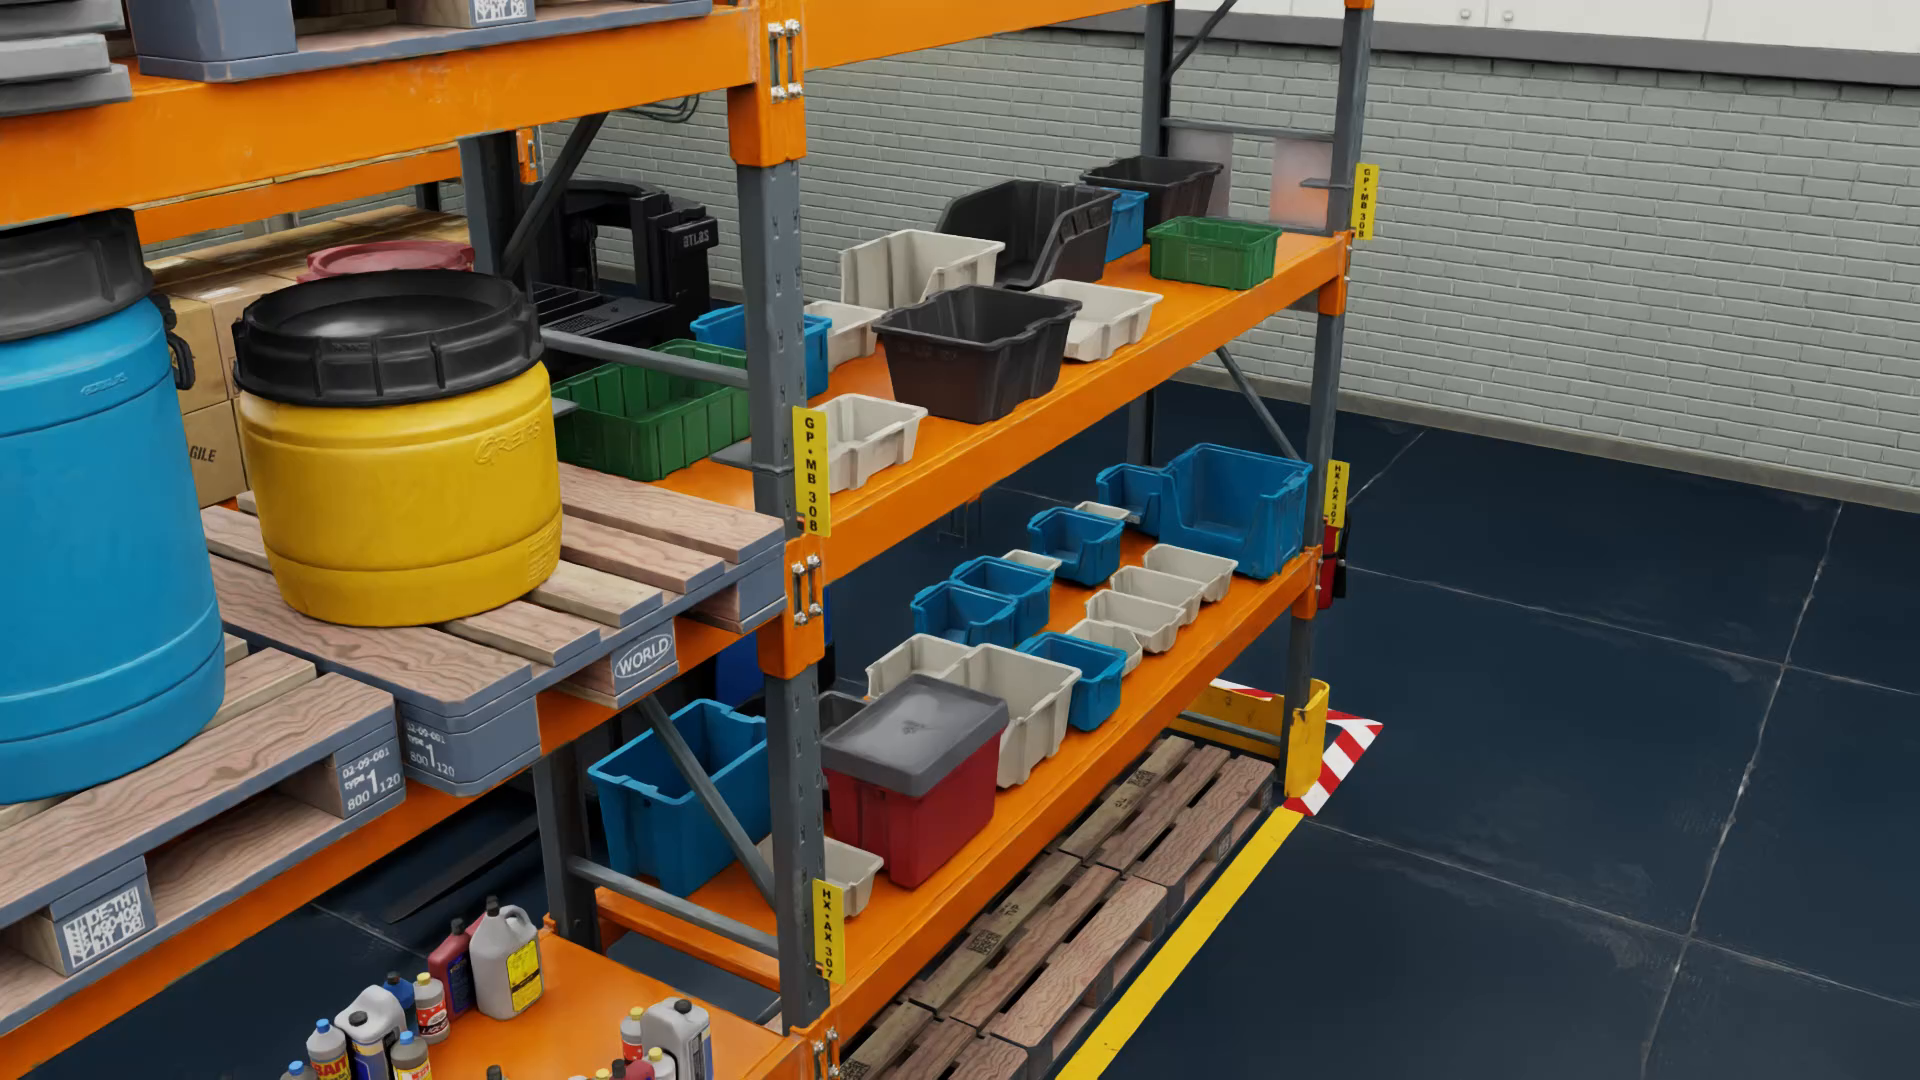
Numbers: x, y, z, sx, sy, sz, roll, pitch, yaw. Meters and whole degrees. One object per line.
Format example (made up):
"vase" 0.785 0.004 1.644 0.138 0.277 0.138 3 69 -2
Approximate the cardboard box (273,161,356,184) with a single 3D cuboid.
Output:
"cardboard box" -3.498 -2.031 8.579 0.500 0.250 0.500 14 27 29

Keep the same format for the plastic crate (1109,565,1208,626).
"plastic crate" 0.839 0.251 7.151 0.396 0.136 0.243 14 27 29

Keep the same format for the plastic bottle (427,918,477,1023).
"plastic bottle" -1.455 1.232 4.774 0.061 0.283 0.133 14 27 29

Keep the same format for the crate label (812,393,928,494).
"crate label" -0.326 -0.261 4.633 0.293 0.136 0.466 14 27 29

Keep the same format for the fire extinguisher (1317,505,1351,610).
"fire extinguisher" 1.746 0.000 8.040 0.296 0.674 0.183 14 27 29

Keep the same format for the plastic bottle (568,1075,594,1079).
"plastic bottle" -0.955 1.480 4.211 0.152 0.276 0.135 14 27 29

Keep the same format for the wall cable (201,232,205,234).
"wall cable" -7.264 -3.423 14.103 0.084 1.984 1.851 14 27 29

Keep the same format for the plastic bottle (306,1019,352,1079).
"plastic bottle" -1.674 1.392 4.421 0.097 0.271 0.097 0 23 0

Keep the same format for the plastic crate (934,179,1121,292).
"plastic crate" 0.241 -1.141 6.412 0.504 0.338 0.767 14 27 29

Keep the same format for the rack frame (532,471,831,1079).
"rack frame" -0.829 1.099 4.935 1.000 3.000 0.127 14 27 29

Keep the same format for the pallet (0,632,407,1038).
"pallet" -1.755 0.478 2.832 1.003 0.211 1.213 14 27 29

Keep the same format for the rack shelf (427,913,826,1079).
"rack shelf" -1.884 2.105 3.518 1.077 0.370 4.000 14 27 29

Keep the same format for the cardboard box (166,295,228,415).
"cardboard box" -4.004 -0.892 8.151 0.500 0.500 0.500 13 27 27

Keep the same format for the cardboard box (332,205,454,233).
"cardboard box" -3.383 -1.700 10.017 0.500 0.500 0.500 15 27 31

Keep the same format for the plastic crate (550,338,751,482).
"plastic crate" -0.863 -0.386 4.857 0.450 0.188 0.662 14 27 29

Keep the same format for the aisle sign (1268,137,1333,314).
"aisle sign" 1.568 -1.407 7.451 0.394 0.787 0.004 14 27 29

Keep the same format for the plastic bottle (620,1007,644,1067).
"plastic bottle" -0.878 1.372 4.556 0.097 0.201 0.097 0 23 0

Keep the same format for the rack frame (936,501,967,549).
"rack frame" -0.056 -0.515 10.929 0.240 1.200 0.006 14 27 29

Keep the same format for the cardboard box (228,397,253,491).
"cardboard box" -3.735 -0.614 8.768 0.500 0.500 0.500 13 27 28

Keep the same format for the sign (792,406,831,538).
"sign" -0.363 -0.165 4.069 0.100 0.325 0.005 14 27 29

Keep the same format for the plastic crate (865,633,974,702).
"plastic crate" -0.166 0.542 6.478 0.293 0.136 0.466 14 27 29

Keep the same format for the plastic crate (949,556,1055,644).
"plastic crate" 0.176 0.257 7.015 0.416 0.233 0.300 14 27 29

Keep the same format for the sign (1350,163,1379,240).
"sign" 1.757 -1.469 7.224 0.100 0.325 0.005 14 27 29

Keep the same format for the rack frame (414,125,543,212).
"rack frame" -2.925 -1.290 10.454 1.000 3.000 0.127 14 27 29

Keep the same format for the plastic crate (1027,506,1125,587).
"plastic crate" 0.524 0.035 7.528 0.416 0.233 0.300 14 27 29

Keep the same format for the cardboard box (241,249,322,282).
"cardboard box" -3.462 -1.240 8.955 0.500 0.500 0.500 15 27 30

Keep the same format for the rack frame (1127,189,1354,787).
"rack frame" 1.281 -0.251 8.053 1.000 3.000 0.127 14 27 29

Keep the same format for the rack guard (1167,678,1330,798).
"rack guard" 1.282 0.886 8.575 1.175 0.500 0.348 14 27 29

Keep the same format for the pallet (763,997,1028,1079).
"pallet" -0.474 2.123 6.081 1.003 0.211 1.213 14 27 29

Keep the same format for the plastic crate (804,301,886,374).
"plastic crate" -0.482 -0.665 5.567 0.293 0.136 0.466 14 27 29

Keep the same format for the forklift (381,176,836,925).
"forklift" -1.888 -0.113 7.822 1.130 2.935 3.031 14 27 29

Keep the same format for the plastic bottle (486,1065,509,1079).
"plastic bottle" -1.159 1.471 4.139 0.144 0.351 0.185 14 27 29

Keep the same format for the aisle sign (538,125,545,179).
"aisle sign" -2.629 -2.442 9.842 0.394 0.787 0.004 14 27 29

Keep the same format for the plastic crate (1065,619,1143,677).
"plastic crate" 0.573 0.454 6.683 0.298 0.136 0.250 14 27 29

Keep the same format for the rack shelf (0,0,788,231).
"rack shelf" -1.884 -0.465 2.406 1.077 0.370 4.000 14 27 29

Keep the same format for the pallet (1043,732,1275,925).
"pallet" 0.813 1.299 7.983 1.003 0.211 1.213 14 27 29

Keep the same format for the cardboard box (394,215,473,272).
"cardboard box" -2.927 -1.587 9.755 0.500 0.500 0.500 14 27 29

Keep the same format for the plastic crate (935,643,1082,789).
"plastic crate" 0.133 0.650 6.048 0.437 0.282 0.530 14 27 29

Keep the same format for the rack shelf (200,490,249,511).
"rack shelf" -3.980 -0.285 9.038 1.077 0.370 4.000 14 27 29

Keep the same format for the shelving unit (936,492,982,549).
"shelving unit" -0.008 -0.546 11.000 0.258 1.200 0.189 14 27 29

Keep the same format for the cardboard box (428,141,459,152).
"cardboard box" -2.972 -2.369 9.360 0.500 0.250 0.500 14 27 29

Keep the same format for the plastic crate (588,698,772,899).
"plastic crate" -0.873 0.850 5.455 0.392 0.384 0.575 14 27 29

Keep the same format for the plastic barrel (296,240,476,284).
"plastic barrel" -1.320 -0.407 3.939 0.433 0.535 0.433 0 23 0

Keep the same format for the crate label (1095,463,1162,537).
"crate label" 0.871 -0.187 8.041 0.416 0.233 0.303 14 27 29

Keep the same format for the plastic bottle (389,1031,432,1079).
"plastic bottle" -1.474 1.410 4.467 0.097 0.201 0.097 0 23 0

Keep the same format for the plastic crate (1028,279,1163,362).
"plastic crate" 0.402 -0.757 5.779 0.437 0.136 0.530 14 27 29

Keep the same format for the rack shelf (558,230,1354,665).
"rack shelf" 0.226 -0.622 6.041 1.077 0.370 4.000 14 27 29

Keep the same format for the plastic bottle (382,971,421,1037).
"plastic bottle" -1.552 1.313 4.602 0.097 0.271 0.097 0 23 0

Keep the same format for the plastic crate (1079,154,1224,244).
"plastic crate" 0.841 -1.496 7.318 0.497 0.269 0.590 14 27 29

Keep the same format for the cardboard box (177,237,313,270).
"cardboard box" -3.921 -1.354 9.218 0.500 0.500 0.500 14 27 30

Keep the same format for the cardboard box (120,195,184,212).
"cardboard box" -4.037 -1.696 7.806 0.500 0.250 0.500 14 27 29

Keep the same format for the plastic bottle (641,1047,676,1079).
"plastic bottle" -0.800 1.436 4.407 0.097 0.201 0.097 0 23 0

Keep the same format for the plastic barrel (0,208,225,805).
"plastic barrel" -1.600 -0.092 2.751 0.600 0.901 0.708 14 27 29
